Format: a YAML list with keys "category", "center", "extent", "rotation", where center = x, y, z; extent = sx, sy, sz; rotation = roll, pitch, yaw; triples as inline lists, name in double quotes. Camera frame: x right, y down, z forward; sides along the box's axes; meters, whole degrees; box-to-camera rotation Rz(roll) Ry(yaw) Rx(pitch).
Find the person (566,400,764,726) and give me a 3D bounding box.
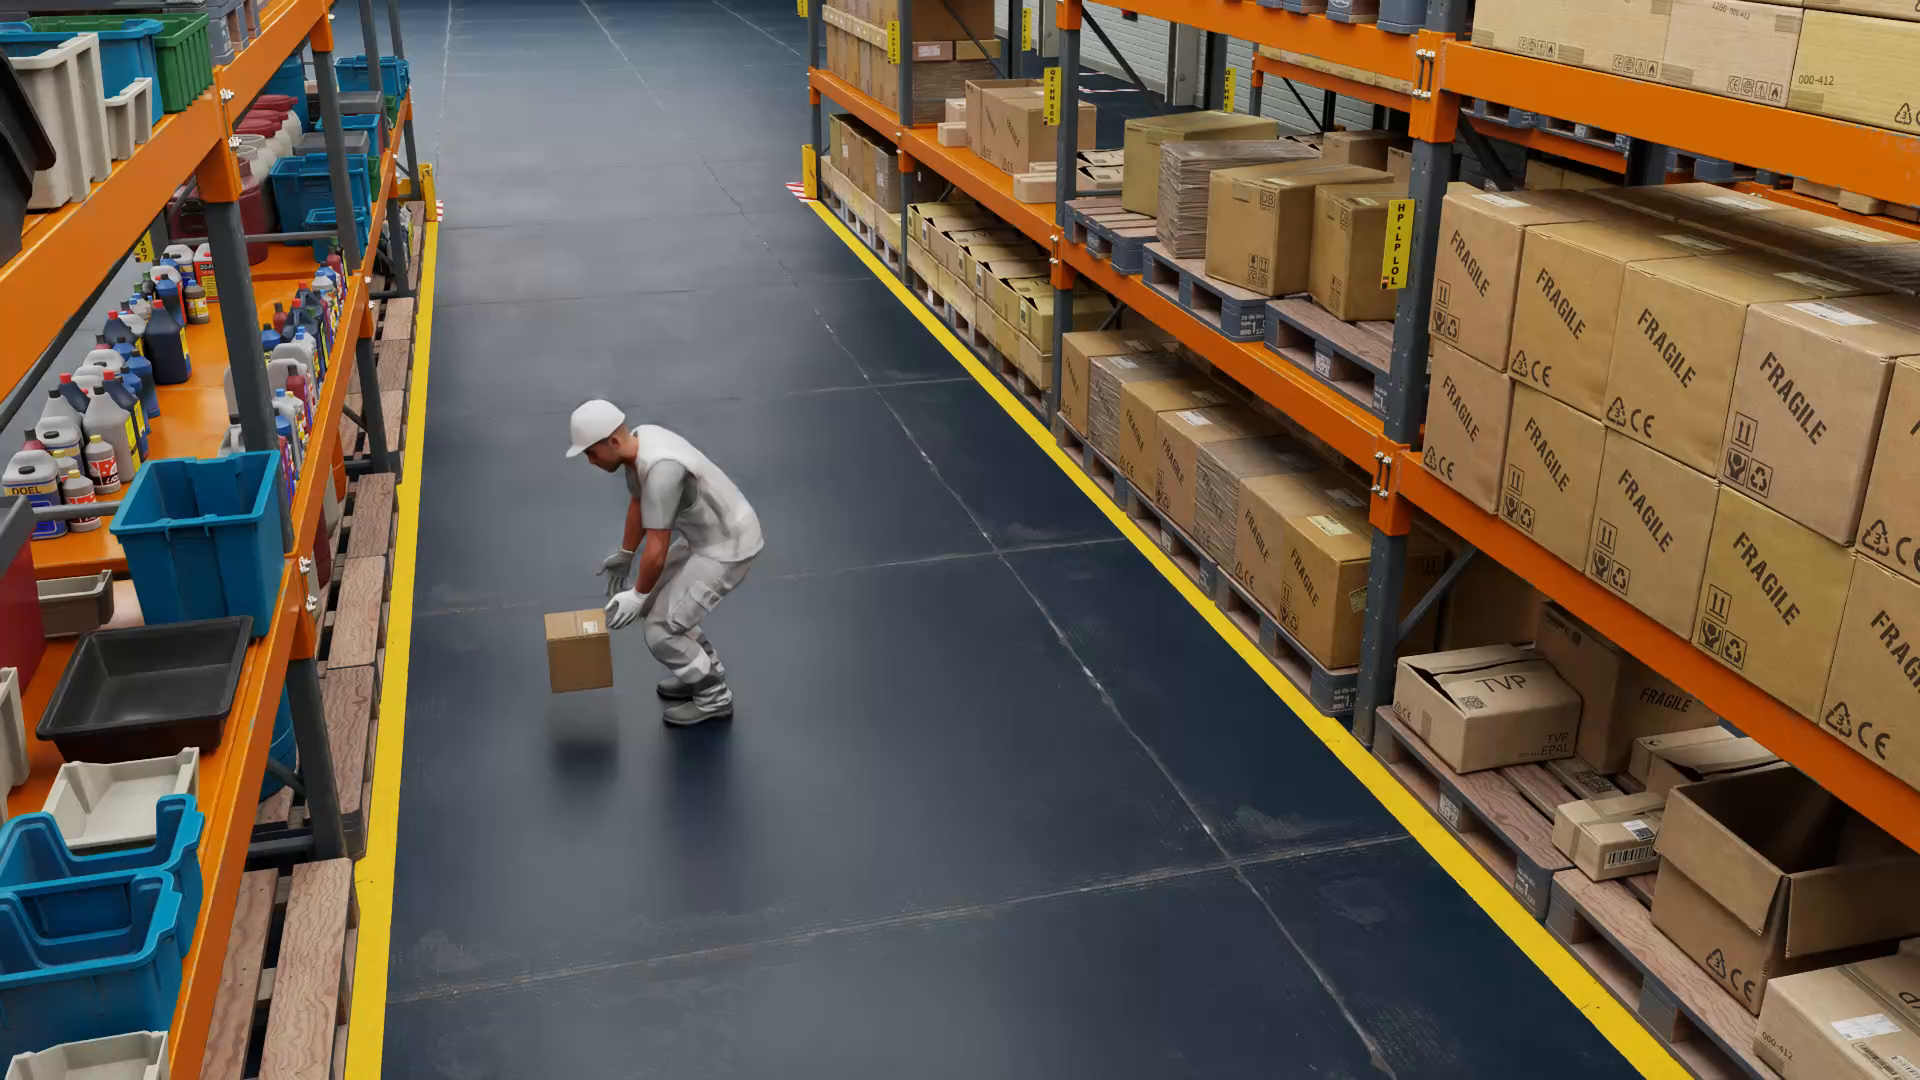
- category: "person"
  center: [-1.189, 0.081, 6.857]
  extent: [0.765, 1.414, 0.584]
  rotation: [-6, 23, -14]
